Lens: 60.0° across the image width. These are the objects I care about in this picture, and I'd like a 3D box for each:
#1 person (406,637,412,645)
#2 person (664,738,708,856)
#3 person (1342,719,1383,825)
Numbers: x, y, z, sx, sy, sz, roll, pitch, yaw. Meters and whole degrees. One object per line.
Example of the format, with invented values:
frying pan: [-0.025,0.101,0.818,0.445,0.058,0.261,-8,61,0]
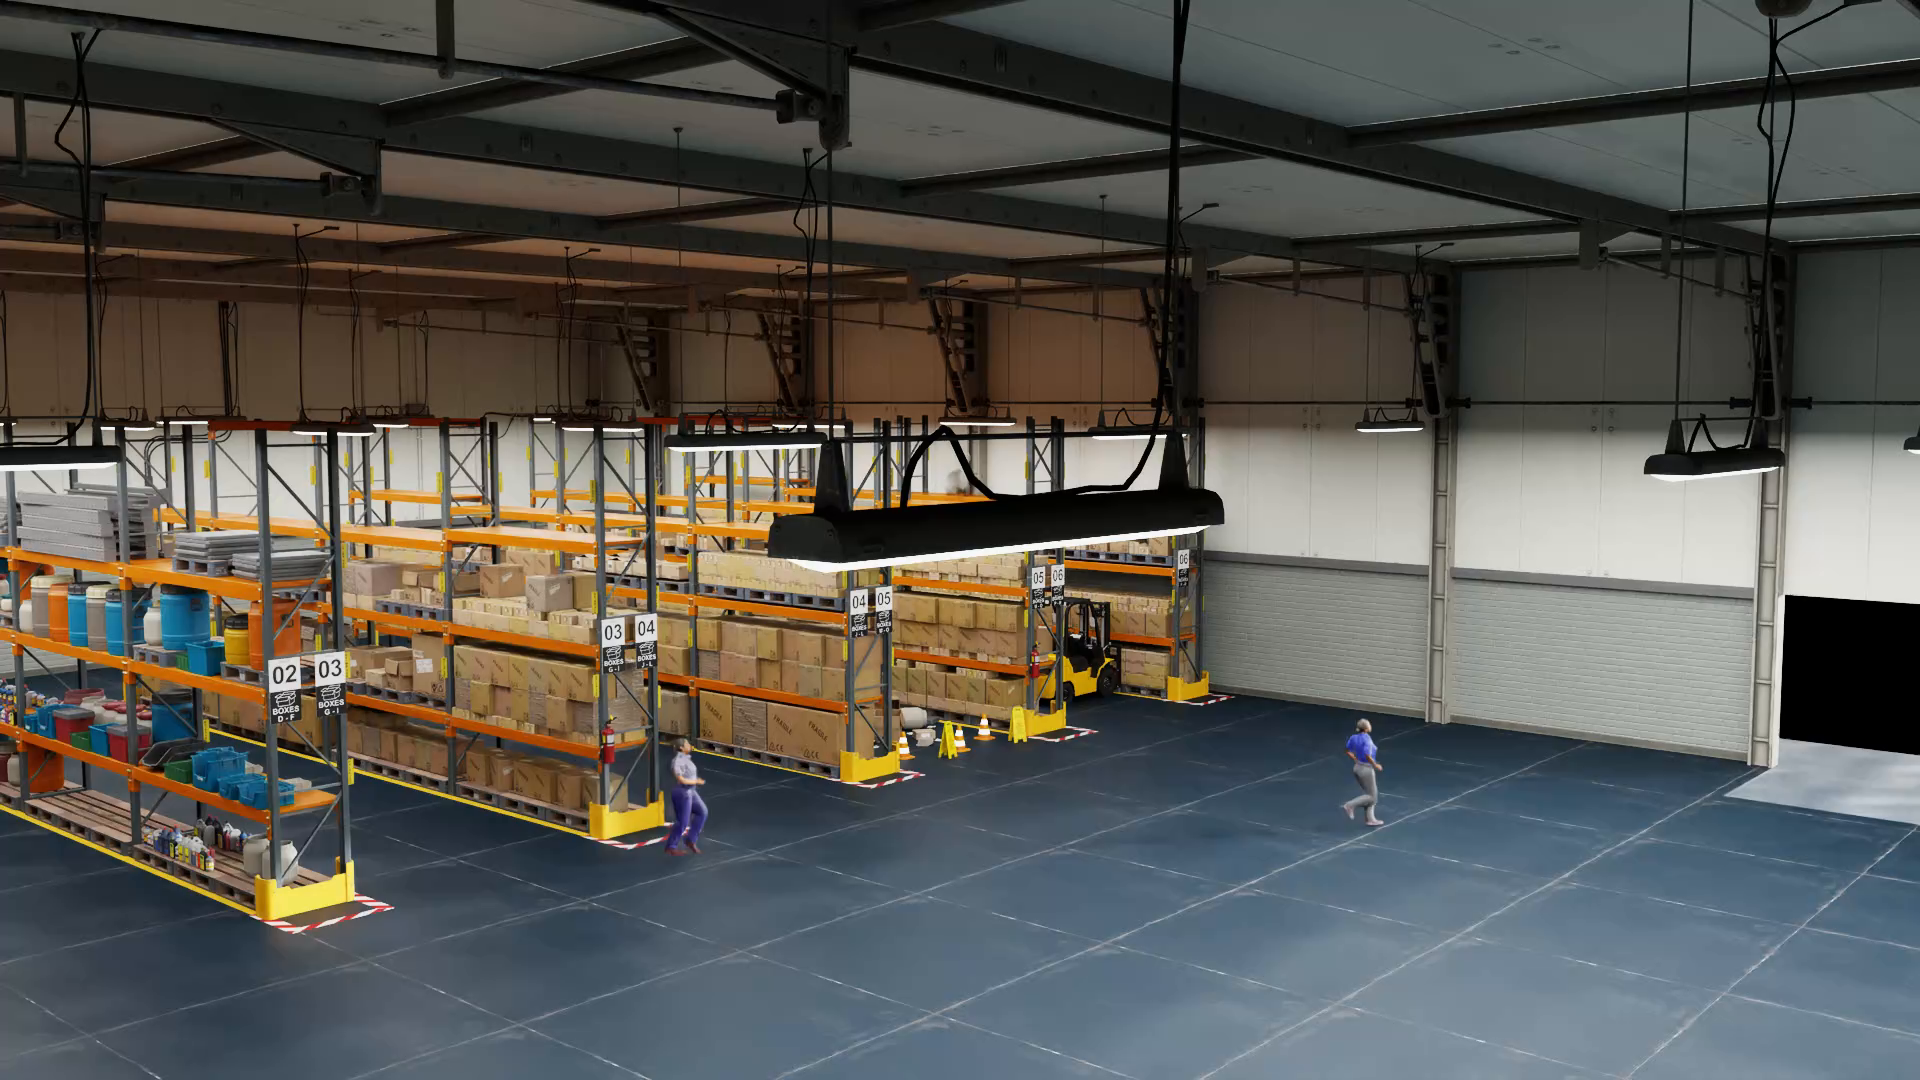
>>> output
person: [-13.288,2.084,40.674,0.692,1.747,0.649,4,6,38]
person: [-3.834,3.596,23.248,0.590,1.657,0.617,0,5,-1]
person: [5.984,3.468,24.754,0.727,1.606,0.593,-2,5,-19]
